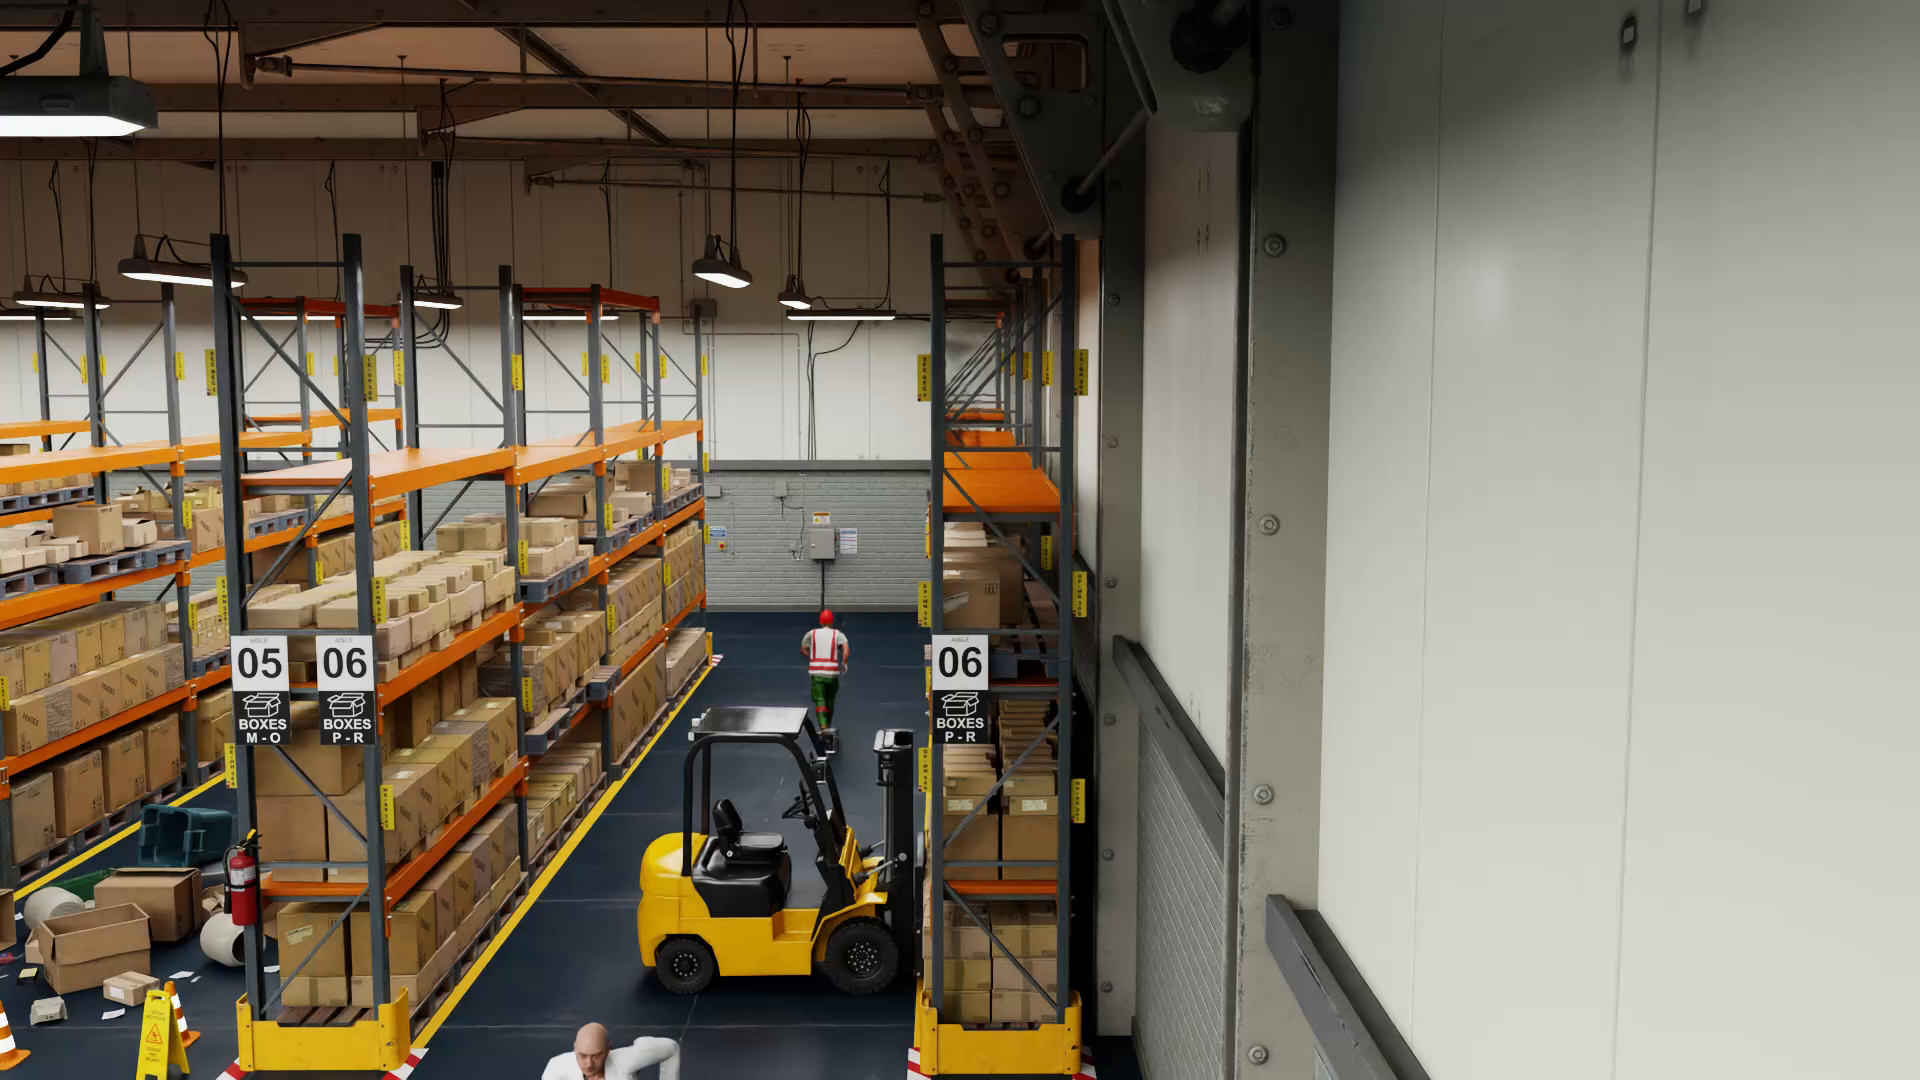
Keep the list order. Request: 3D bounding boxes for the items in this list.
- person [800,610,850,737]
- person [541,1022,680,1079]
[{"bbox_3d":[-1.804,1.843,22.221,0.659,1.775,1.139,-1,6,-5],"label":"person"},{"bbox_3d":[-1.902,3.360,9.154,0.752,1.729,1.072,0,6,1],"label":"person"}]
